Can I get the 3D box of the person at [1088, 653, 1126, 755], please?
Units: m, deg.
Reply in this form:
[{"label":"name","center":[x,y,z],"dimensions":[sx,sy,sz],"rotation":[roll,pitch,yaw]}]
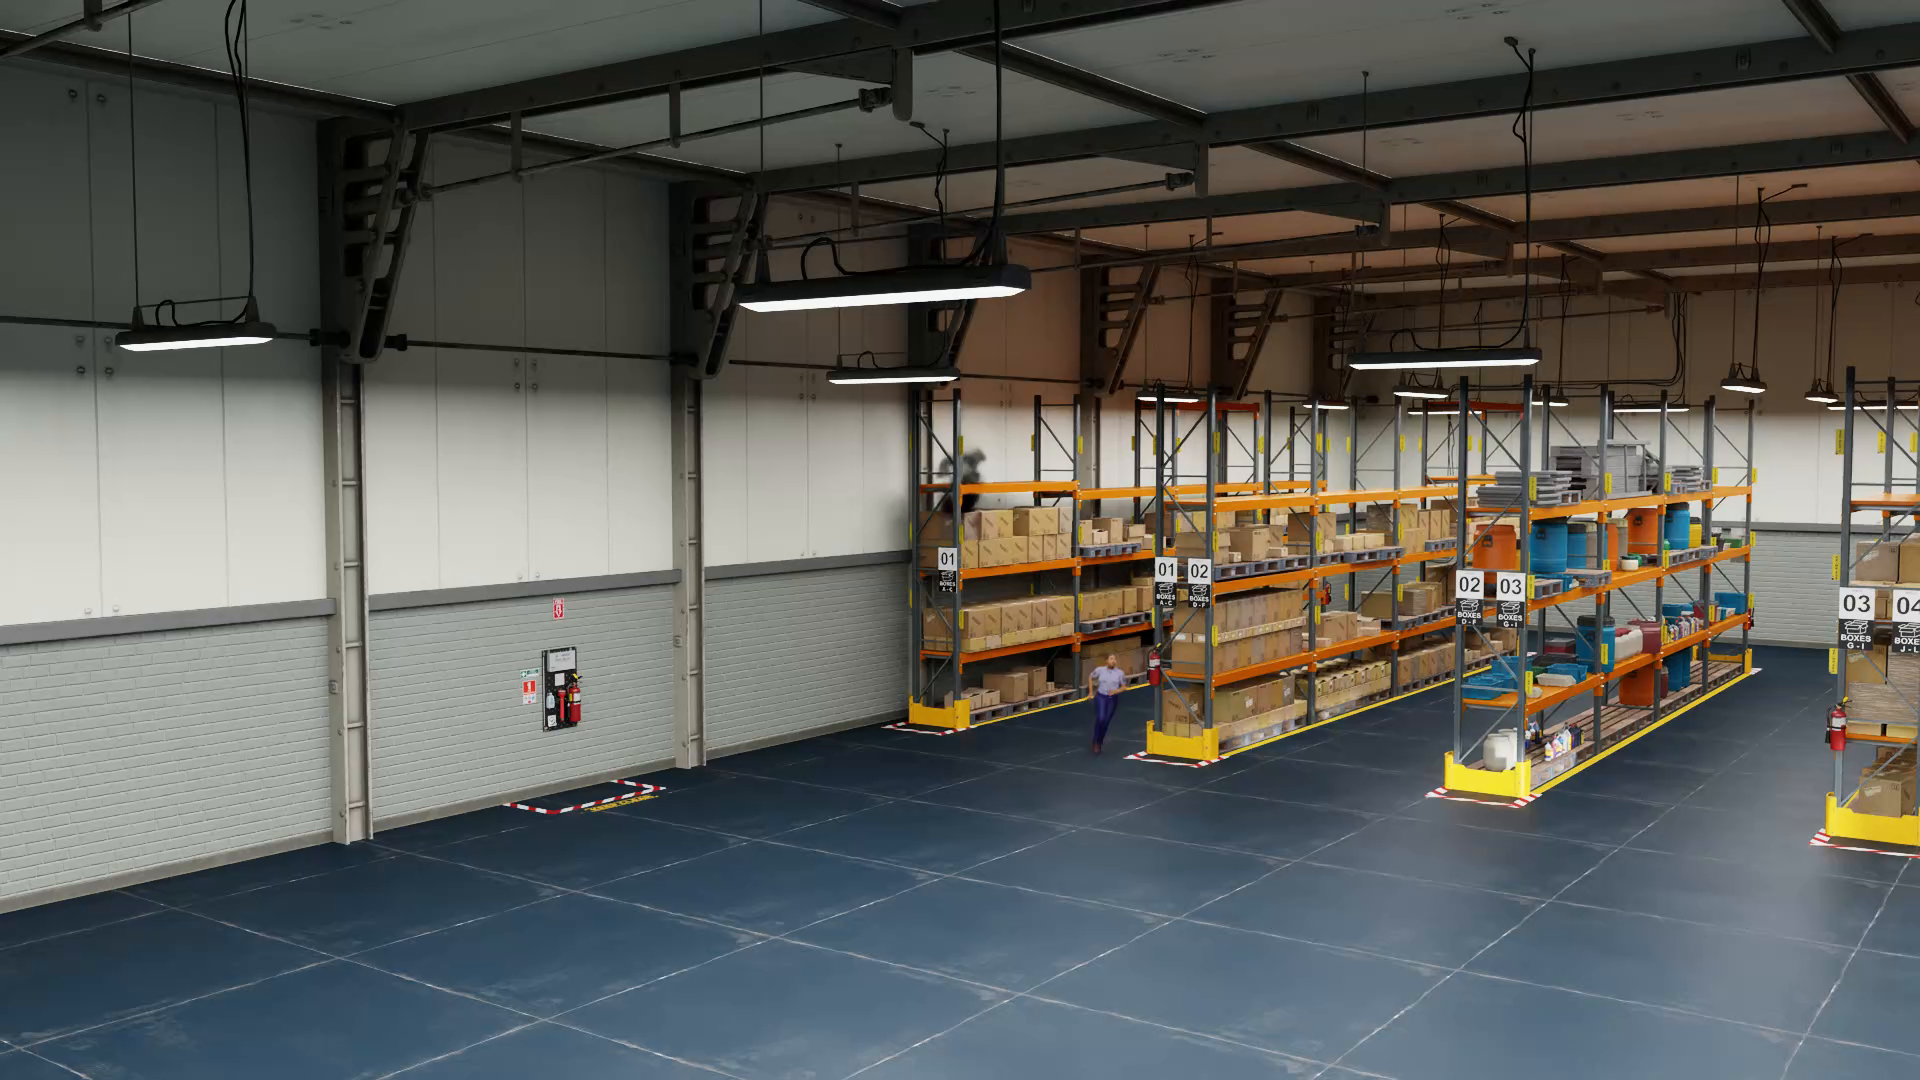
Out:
[{"label":"person","center":[2.405,2.649,27.099],"dimensions":[0.596,1.598,0.624],"rotation":[0,3,-5]}]
